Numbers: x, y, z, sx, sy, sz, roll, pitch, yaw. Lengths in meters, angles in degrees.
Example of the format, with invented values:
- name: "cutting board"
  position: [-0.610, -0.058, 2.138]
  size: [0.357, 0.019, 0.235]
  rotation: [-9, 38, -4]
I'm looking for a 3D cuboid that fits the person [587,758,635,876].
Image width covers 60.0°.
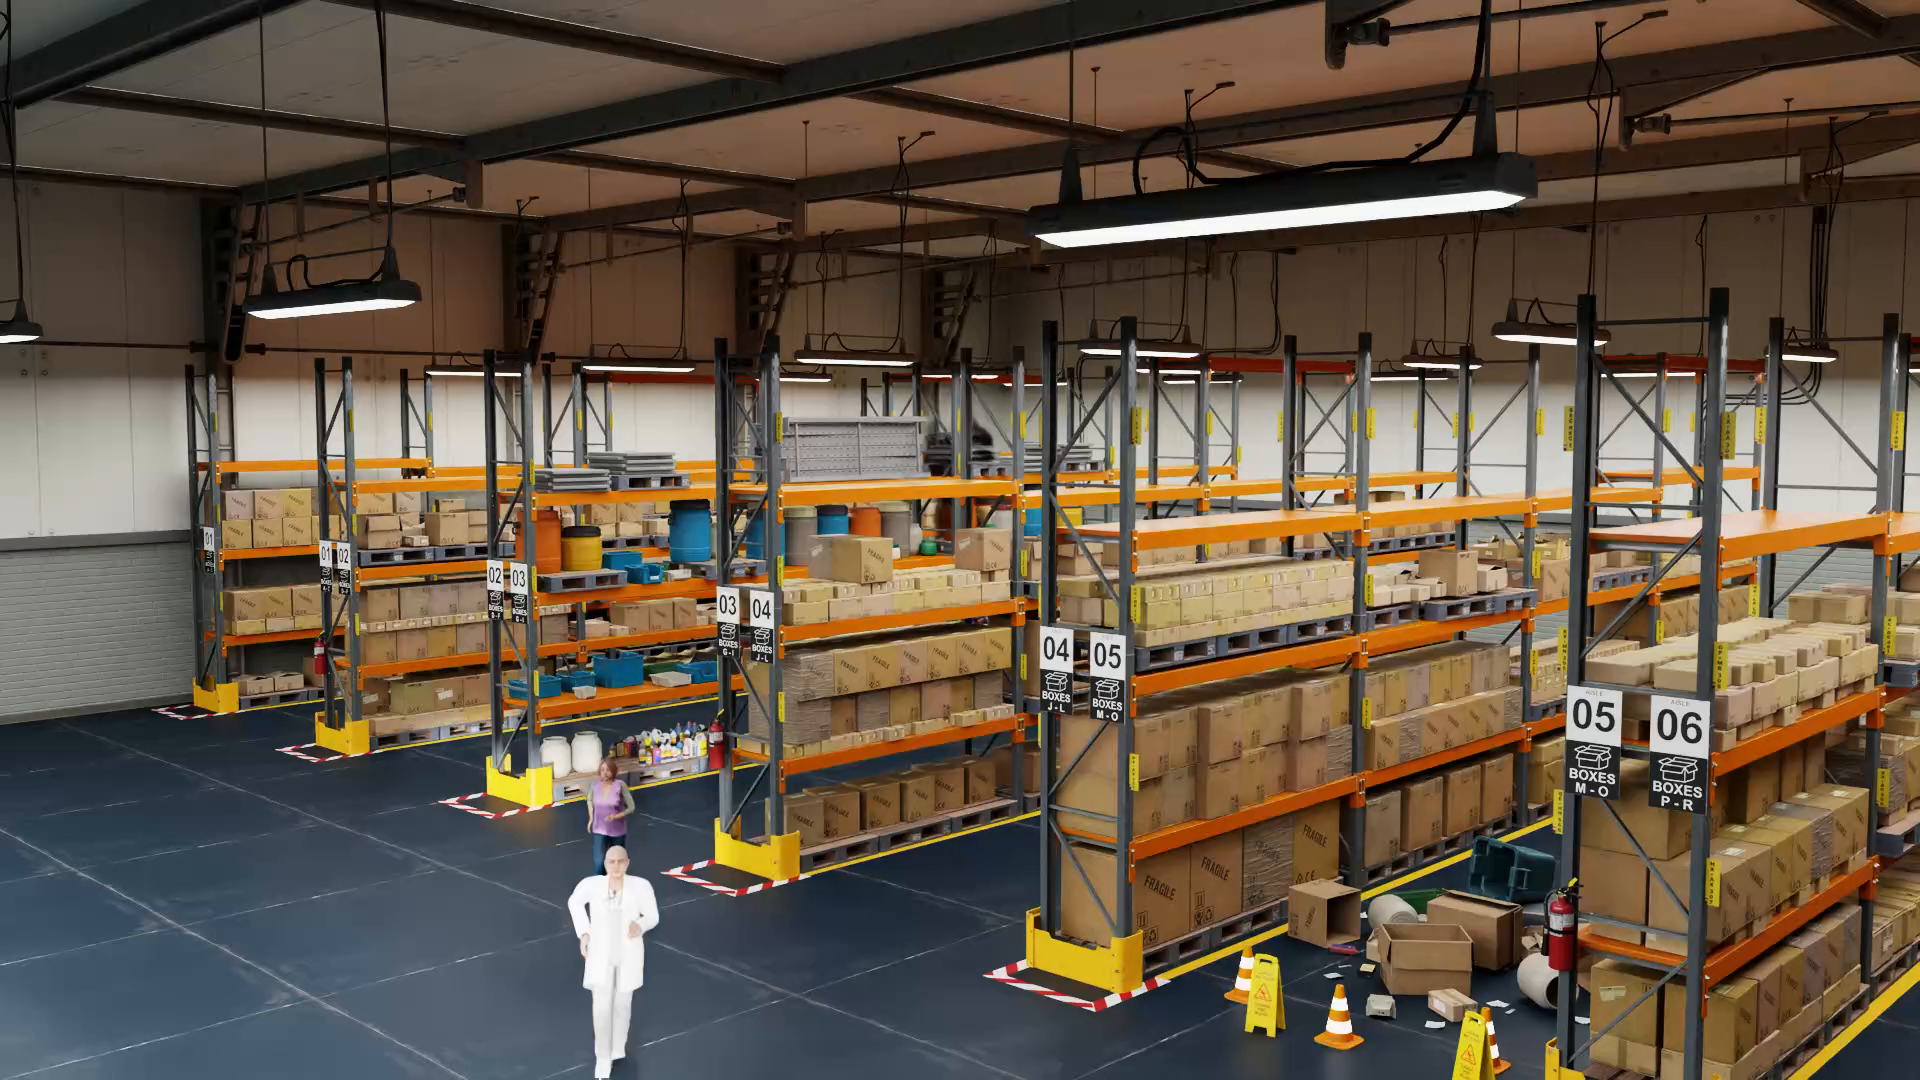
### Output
- name: "person"
  position: [-3.606, 3.053, 17.175]
  size: [0.518, 1.642, 0.706]
  rotation: [0, 4, -5]

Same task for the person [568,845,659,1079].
- name: "person"
  position: [-2.694, 3.296, 12.993]
  size: [0.680, 1.832, 0.824]
  rotation: [-1, 5, -15]
